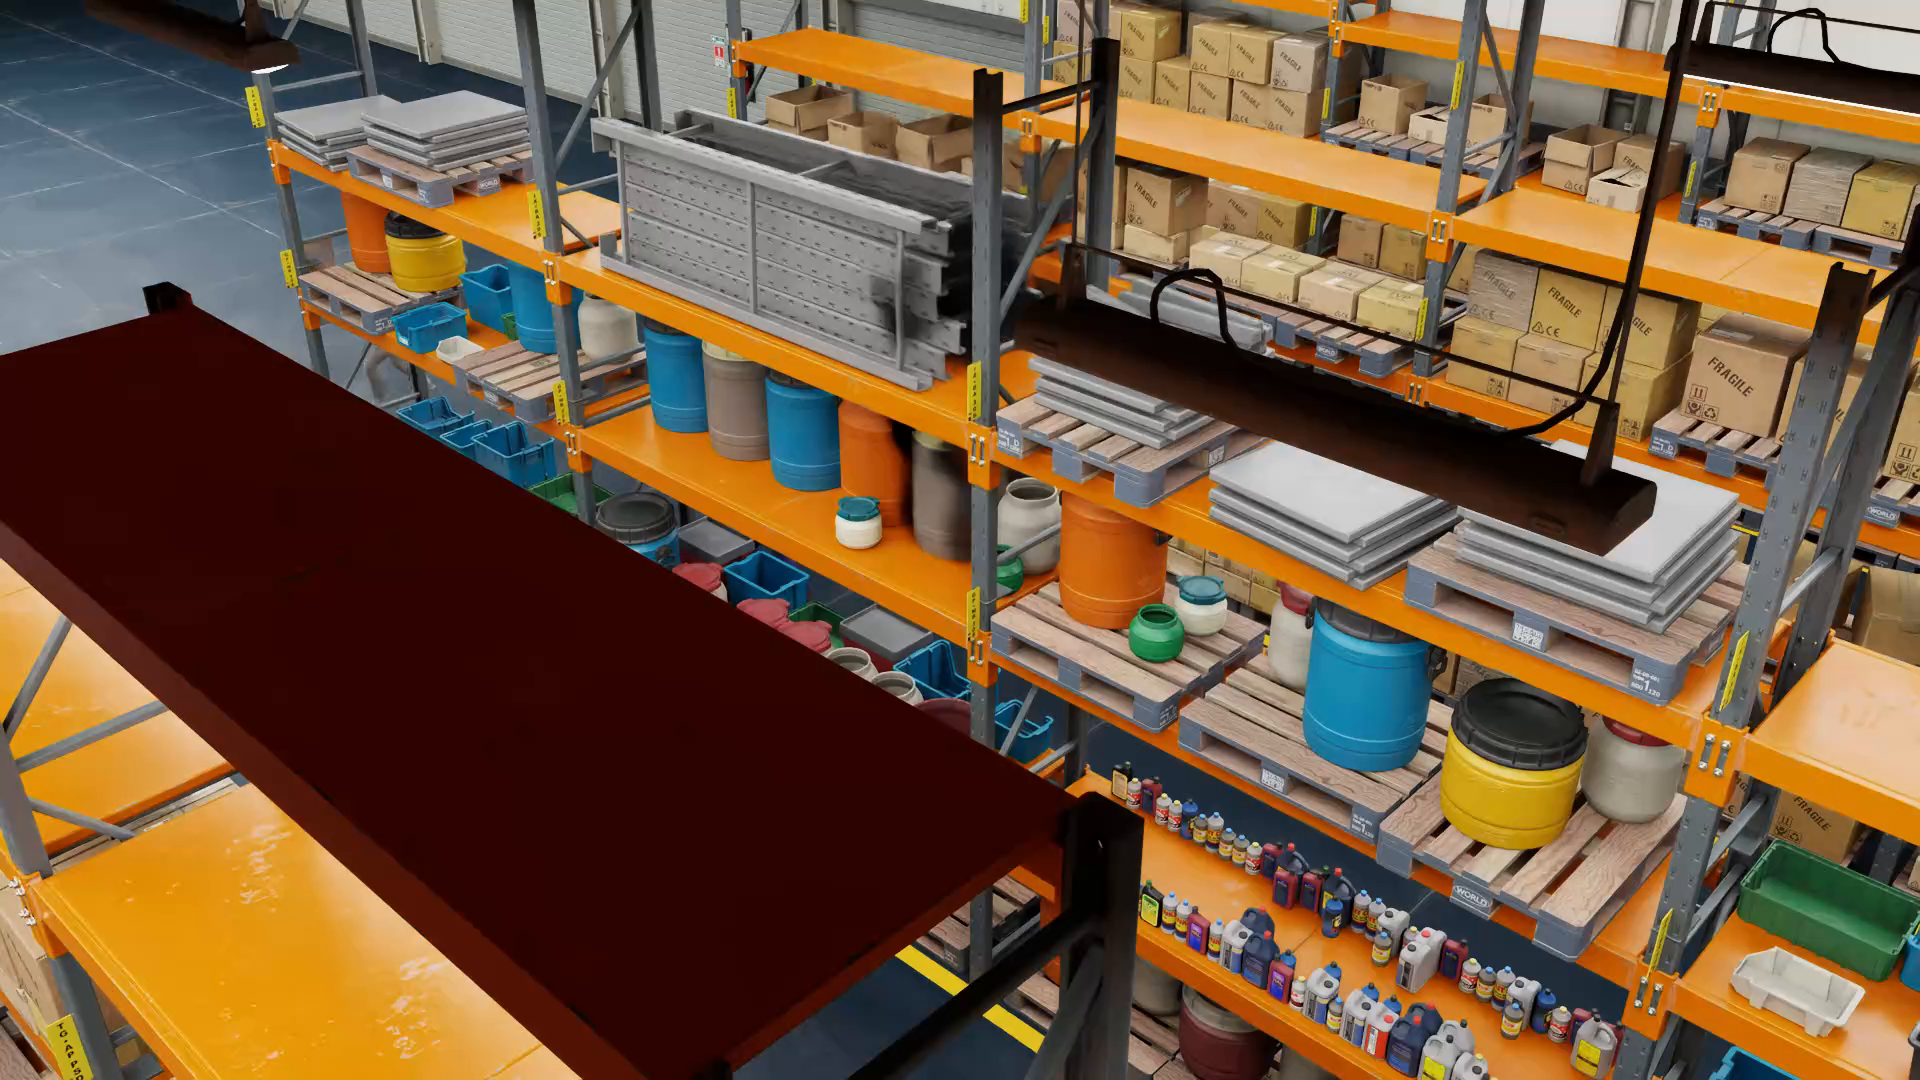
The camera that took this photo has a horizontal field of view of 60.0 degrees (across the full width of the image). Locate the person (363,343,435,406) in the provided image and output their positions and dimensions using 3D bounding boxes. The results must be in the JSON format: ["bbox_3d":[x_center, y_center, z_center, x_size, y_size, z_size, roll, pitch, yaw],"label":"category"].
[{"bbox_3d":[-6.378,-2.271,18.596,0.779,1.732,0.582,-8,30,-14],"label":"person"}]

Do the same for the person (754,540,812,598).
[{"bbox_3d":[-1.739,-0.141,14.807,0.819,1.697,0.550,17,33,27],"label":"person"}]
